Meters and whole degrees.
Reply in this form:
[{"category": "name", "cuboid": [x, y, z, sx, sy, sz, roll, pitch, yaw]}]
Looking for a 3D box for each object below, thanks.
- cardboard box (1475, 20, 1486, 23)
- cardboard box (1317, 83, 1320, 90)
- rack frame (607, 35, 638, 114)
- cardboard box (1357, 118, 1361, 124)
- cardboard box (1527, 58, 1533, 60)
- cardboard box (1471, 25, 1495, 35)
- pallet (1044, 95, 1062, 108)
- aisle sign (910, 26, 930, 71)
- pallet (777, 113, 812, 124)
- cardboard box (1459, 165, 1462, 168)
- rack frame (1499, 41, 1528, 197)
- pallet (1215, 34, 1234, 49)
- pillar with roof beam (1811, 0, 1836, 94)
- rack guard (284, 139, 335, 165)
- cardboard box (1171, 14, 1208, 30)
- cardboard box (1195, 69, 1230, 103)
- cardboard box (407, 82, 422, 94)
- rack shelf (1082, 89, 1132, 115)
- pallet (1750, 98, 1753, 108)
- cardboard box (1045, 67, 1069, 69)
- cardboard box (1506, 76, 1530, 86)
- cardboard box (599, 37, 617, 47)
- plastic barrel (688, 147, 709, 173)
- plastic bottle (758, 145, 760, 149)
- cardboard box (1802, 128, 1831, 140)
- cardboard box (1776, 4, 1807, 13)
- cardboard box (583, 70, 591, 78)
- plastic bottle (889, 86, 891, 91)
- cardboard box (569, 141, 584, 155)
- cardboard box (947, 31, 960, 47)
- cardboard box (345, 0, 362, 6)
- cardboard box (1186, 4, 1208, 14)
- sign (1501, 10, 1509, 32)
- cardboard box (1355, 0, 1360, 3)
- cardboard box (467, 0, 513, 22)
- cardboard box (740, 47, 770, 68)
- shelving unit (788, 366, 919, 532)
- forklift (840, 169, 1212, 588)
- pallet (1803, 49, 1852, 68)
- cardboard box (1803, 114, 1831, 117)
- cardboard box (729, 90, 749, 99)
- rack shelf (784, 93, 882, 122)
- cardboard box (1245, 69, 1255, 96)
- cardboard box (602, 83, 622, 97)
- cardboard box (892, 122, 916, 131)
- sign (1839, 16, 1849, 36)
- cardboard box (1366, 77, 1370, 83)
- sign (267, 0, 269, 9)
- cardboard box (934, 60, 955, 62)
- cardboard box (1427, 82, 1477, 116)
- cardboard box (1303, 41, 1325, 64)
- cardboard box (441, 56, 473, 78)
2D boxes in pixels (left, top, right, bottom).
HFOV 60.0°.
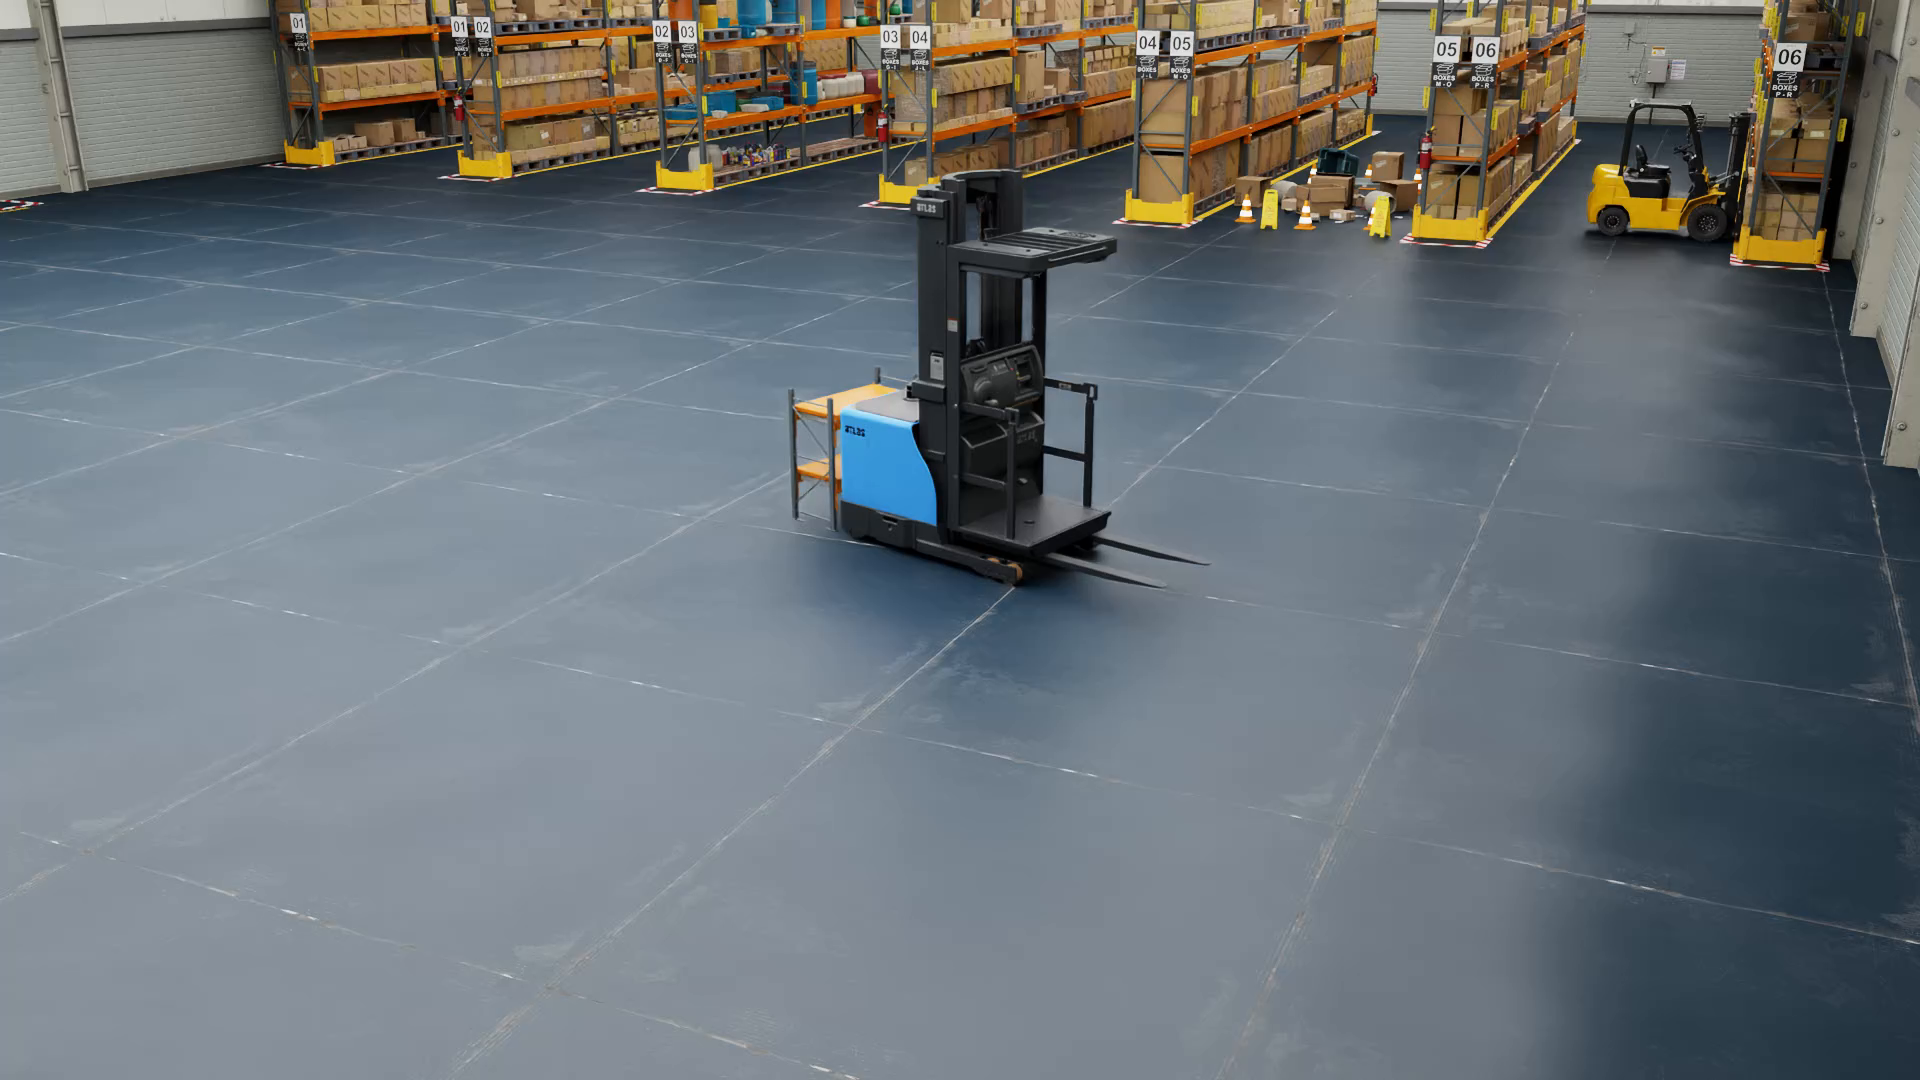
[{"category": "cardboard box", "cuboid": [8.897, -8.927, 28.803, 0.380, 0.149, 0.250, 8, 21, 21]}, {"category": "cardboard box", "cuboid": [7.913, -10.257, 37.580, 0.380, 0.149, 0.250, 10, 22, 25]}, {"category": "rack frame", "cuboid": [-9.615, -13.475, 46.881, 1.000, 3.000, 0.127, 9, 21, 23]}, {"category": "cardboard box", "cuboid": [9.897, -10.582, 41.932, 0.380, 0.149, 0.250, 8, 21, 20]}, {"category": "cardboard box", "cuboid": [11.944, -10.028, 35.548, 0.500, 0.500, 0.500, 8, 21, 22]}, {"category": "cardboard box", "cuboid": [8.401, -8.159, 26.642, 0.380, 0.149, 0.250, 8, 21, 22]}, {"category": "pallet", "cuboid": [1.531, -9.512, 36.025, 1.003, 0.211, 1.213, 9, 21, 23]}, {"category": "aisle sign", "cuboid": [-0.723, -8.932, 30.229, 0.394, 0.787, 0.004, 9, 21, 23]}, {"category": "pallet", "cuboid": [-4.812, -11.692, 46.031, 1.003, 0.211, 1.213, 9, 21, 23]}, {"category": "cardboard box", "cuboid": [8.464, -6.528, 28.737, 0.380, 0.149, 0.250, 10, 22, 25]}, {"category": "rack frame", "cuboid": [9.707, -7.630, 30.448, 1.000, 3.000, 0.127, 9, 21, 23]}, {"category": "pallet", "cuboid": [4.305, -9.030, 30.039, 1.003, 0.211, 1.213, 9, 21, 23]}, {"category": "pillar with roof beam", "cuboid": [17.150, -14.737, 41.477, 9.100, 9.000, 0.400, 9, 21, 23]}, {"category": "rack guard", "cuboid": [-14.497, -8.652, 37.051, 1.175, 0.500, 0.348, 9, 21, 23]}, {"category": "cardboard box", "cuboid": [3.944, -8.896, 28.534, 0.500, 0.250, 0.500, 9, 21, 23]}, {"category": "cardboard box", "cuboid": [4.502, -8.420, 30.832, 0.875, 0.550, 0.550, 9, 21, 23]}, {"category": "cardboard box", "cuboid": [-13.020, -10.630, 39.077, 0.500, 0.250, 0.500, 9, 21, 23]}, {"category": "rack shelf", "cuboid": [3.123, -10.485, 39.549, 1.077, 0.370, 4.000, 9, 21, 23]}, {"category": "pallet", "cuboid": [17.086, -9.076, 34.800, 1.003, 0.211, 1.213, 9, 21, 23]}, {"category": "cardboard box", "cuboid": [2.120, -10.287, 37.143, 0.500, 0.500, 0.500, 6, 20, 16]}, {"category": "cardboard box", "cuboid": [10.223, -8.416, 30.470, 0.380, 0.149, 0.250, 8, 21, 22]}, {"category": "cardboard box", "cuboid": [-9.791, -13.692, 45.750, 0.500, 0.250, 0.500, 9, 21, 24]}, {"category": "plastic barrel", "cuboid": [-5.291, -7.684, 33.686, 0.421, 0.512, 0.421, 0, 20, 0]}, {"category": "plastic bottle", "cuboid": [-4.393, -8.443, 36.130, 0.061, 0.283, 0.133, 9, 21, 23]}, {"category": "cardboard box", "cuboid": [12.975, -6.149, 25.164, 0.380, 0.149, 0.250, 8, 21, 21]}, {"category": "cardboard box", "cuboid": [14.940, -9.379, 29.964, 0.500, 0.500, 0.500, 9, 22, 24]}, {"category": "cardboard box", "cuboid": [-8.494, -10.435, 37.217, 0.380, 0.149, 0.250, 8, 21, 21]}, {"category": "plastic bottle", "cuboid": [-1.742, -10.922, 39.889, 0.152, 0.276, 0.135, 9, 21, 23]}, {"category": "cardboard box", "cuboid": [-8.765, -8.775, 37.143, 0.500, 0.250, 0.500, 9, 21, 23]}, {"category": "cardboard box", "cuboid": [-0.333, -9.380, 31.116, 0.500, 0.250, 0.500, 8, 21, 21]}, {"category": "cardboard box", "cuboid": [-13.698, -12.136, 36.970, 0.500, 0.500, 0.500, 9, 22, 24]}, {"category": "cardboard box", "cuboid": [4.043, -9.106, 28.531, 0.380, 0.149, 0.250, 9, 21, 23]}, {"category": "sign", "cuboid": [8.564, -8.158, 26.151, 0.100, 0.325, 0.005, 9, 21, 23]}, {"category": "cardboard box", "cuboid": [9.348, -12.941, 39.787, 0.380, 0.149, 0.250, 10, 22, 25]}, {"category": "cardboard box", "cuboid": [-9.769, -11.029, 34.537, 0.797, 0.503, 0.637, 10, 22, 26]}, {"category": "cardboard box", "cuboid": [-5.492, -12.927, 44.565, 0.700, 0.500, 0.500, 2, 20, 4]}, {"category": "shelving unit", "cuboid": [-0.875, -0.785, 13.997, 0.538, 1.125, 1.048, 16, 25, 38]}, {"category": "forklift", "cuboid": [0.488, -1.238, 12.577, 3.031, 2.935, 1.130, 15, 25, 37]}, {"category": "pallet", "cuboid": [12.913, -7.312, 25.208, 1.003, 0.211, 1.213, 9, 21, 23]}, {"category": "cardboard box", "cuboid": [13.165, -6.452, 25.573, 0.380, 0.149, 0.250, 9, 21, 24]}, {"category": "cardboard box", "cuboid": [-5.924, -11.759, 44.011, 0.500, 0.250, 0.500, 9, 21, 23]}, {"category": "rack shelf", "cuboid": [-3.033, -9.942, 38.022, 1.077, 0.370, 4.000, 9, 21, 23]}, {"category": "cardboard box", "cuboid": [5.348, -8.950, 32.516, 0.700, 0.500, 0.500, 8, 21, 22]}, {"category": "cardboard box", "cuboid": [-8.208, -10.436, 38.562, 0.500, 0.250, 0.500, 10, 22, 26]}, {"category": "cardboard box", "cuboid": [-1.043, -7.765, 31.200, 0.380, 0.149, 0.250, 9, 21, 23]}, {"category": "sign", "cuboid": [14.744, -8.569, 27.721, 0.100, 0.325, 0.005, 9, 21, 23]}, {"category": "cardboard box", "cuboid": [10.188, -11.690, 42.239, 0.380, 0.149, 0.250, 9, 21, 23]}, {"category": "sign", "cuboid": [-15.027, -11.719, 36.147, 0.100, 0.325, 0.005, 9, 21, 23]}, {"category": "cardboard box", "cuboid": [-0.353, -9.086, 32.455, 0.500, 0.500, 0.500, 9, 21, 23]}, {"category": "cardboard box", "cuboid": [8.079, -7.252, 27.299, 0.700, 0.500, 0.500, 8, 21, 21]}, {"category": "cardboard box", "cuboid": [8.372, -11.563, 39.422, 0.500, 0.500, 0.500, 8, 21, 21]}, {"category": "cardboard box", "cuboid": [-12.416, -11.604, 40.816, 0.700, 0.500, 0.500, 11, 22, 28]}]
